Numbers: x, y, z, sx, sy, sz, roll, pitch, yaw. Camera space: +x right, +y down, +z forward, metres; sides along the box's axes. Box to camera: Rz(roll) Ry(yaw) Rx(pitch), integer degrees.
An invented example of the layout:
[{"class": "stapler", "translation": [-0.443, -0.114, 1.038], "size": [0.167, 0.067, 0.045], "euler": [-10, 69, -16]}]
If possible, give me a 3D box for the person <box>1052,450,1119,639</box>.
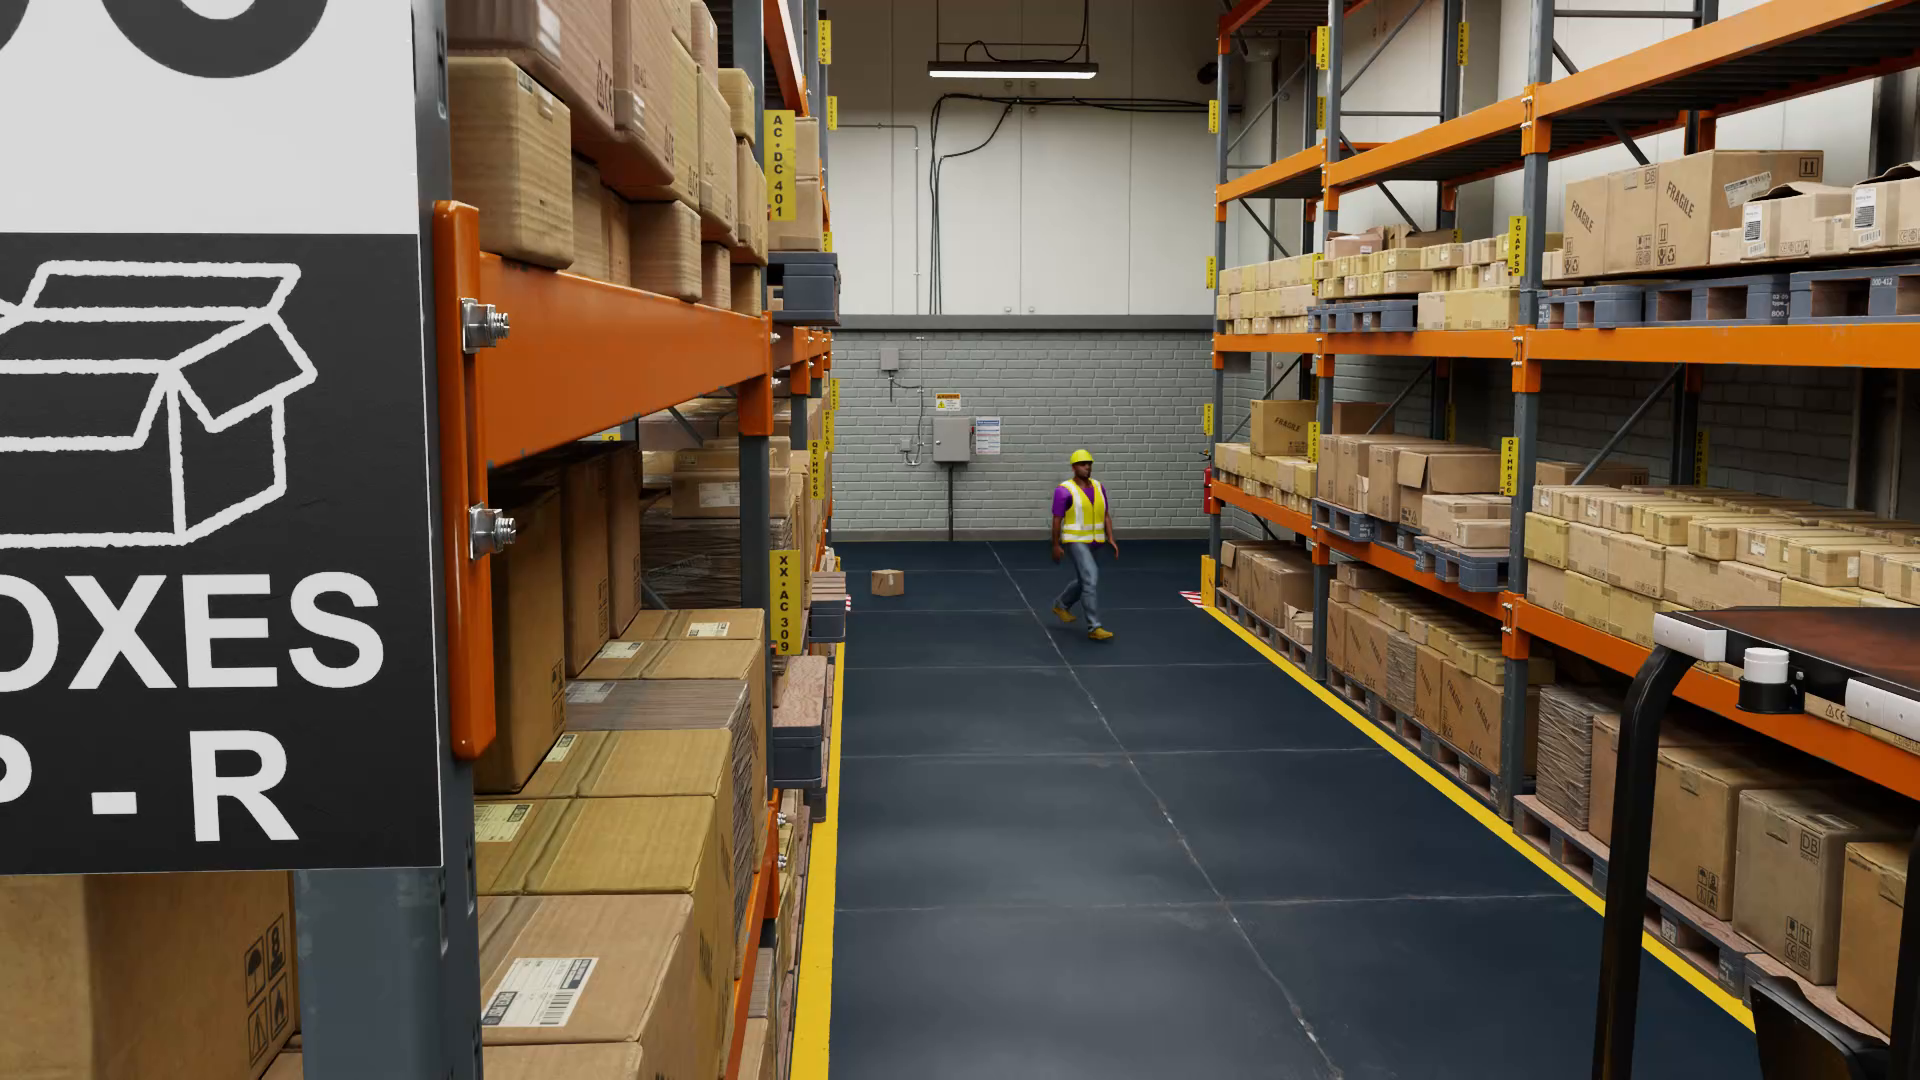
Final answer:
[{"class": "person", "translation": [1.149, 0.022, 15.453], "size": [0.562, 1.728, 1.019], "euler": [-5, 8, -36]}]
